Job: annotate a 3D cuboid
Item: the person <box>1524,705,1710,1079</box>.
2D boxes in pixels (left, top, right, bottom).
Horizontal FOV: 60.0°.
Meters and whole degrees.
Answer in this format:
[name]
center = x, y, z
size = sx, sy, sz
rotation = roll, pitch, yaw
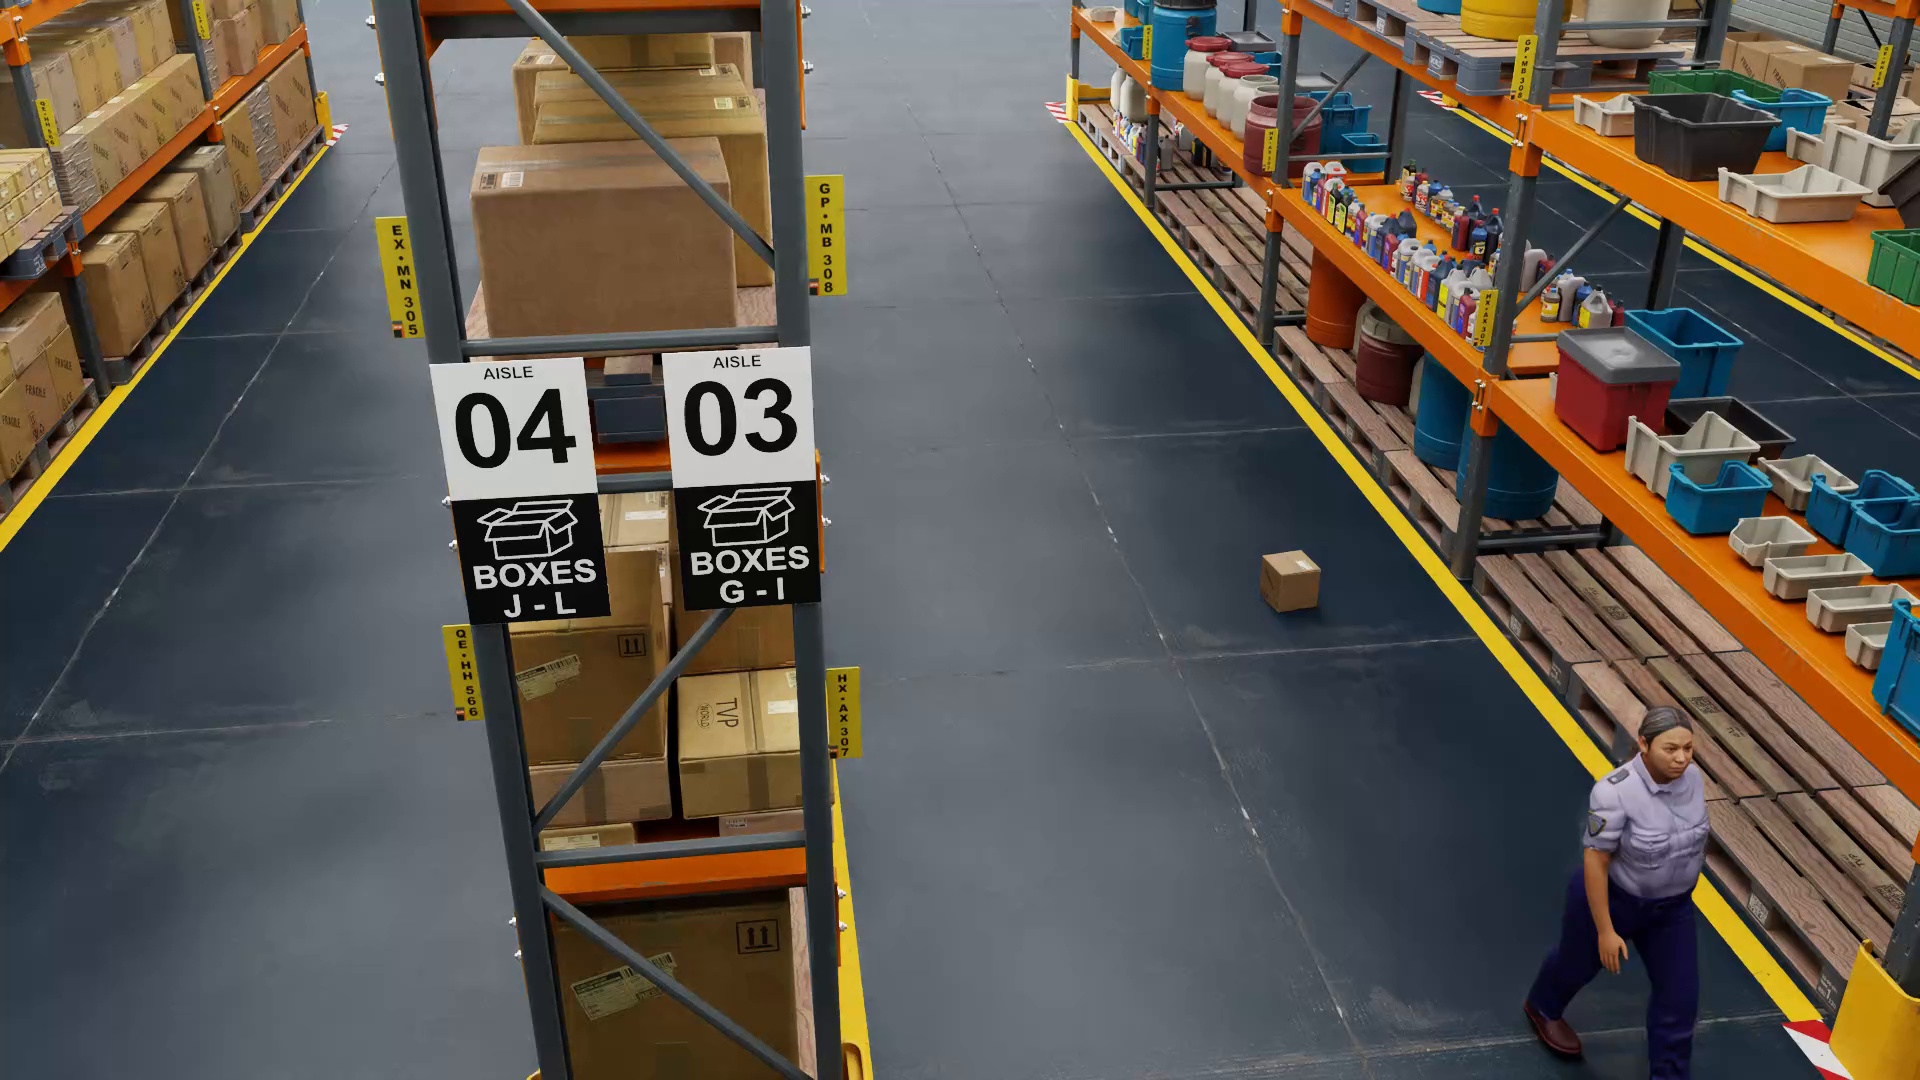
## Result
[person]
center = 2.477, 1.364, 6.001
size = 0.532, 1.642, 0.852
rotation = -7, 28, -13
